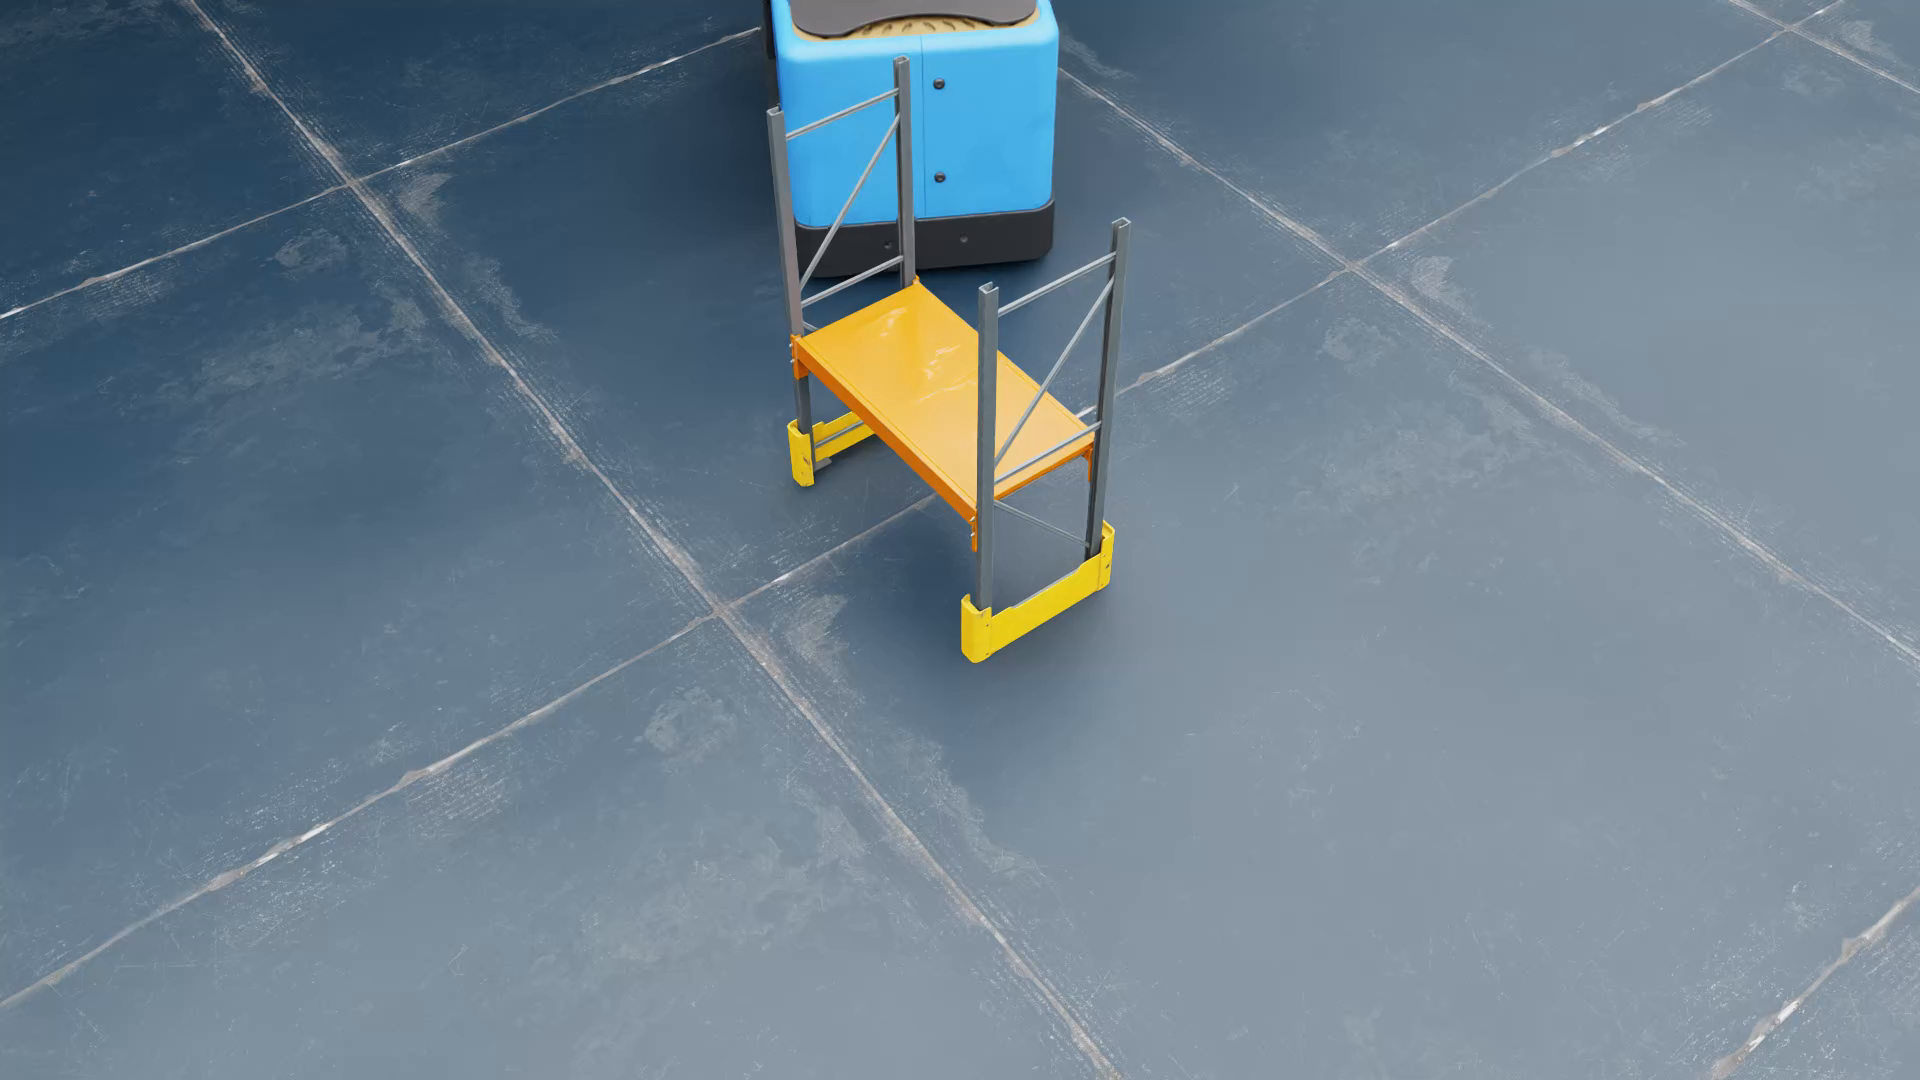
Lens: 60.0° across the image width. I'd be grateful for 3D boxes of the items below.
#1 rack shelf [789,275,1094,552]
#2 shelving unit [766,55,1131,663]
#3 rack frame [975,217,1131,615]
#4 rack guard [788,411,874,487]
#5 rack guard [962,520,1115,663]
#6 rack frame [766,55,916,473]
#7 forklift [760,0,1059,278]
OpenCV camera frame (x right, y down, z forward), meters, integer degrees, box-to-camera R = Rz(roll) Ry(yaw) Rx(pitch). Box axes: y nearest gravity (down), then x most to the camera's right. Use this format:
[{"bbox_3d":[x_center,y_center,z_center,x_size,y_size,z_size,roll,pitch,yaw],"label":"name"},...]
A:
[{"bbox_3d":[-0.052,-0.433,5.373,0.538,0.185,1.000,-29,54,-24],"label":"rack shelf"},{"bbox_3d":[-0.046,-0.549,5.235,0.587,1.500,1.083,-29,54,-24],"label":"shelving unit"},{"bbox_3d":[0.256,-0.254,4.968,0.500,1.500,0.032,-29,54,-24],"label":"rack frame"},{"bbox_3d":[-0.348,-0.423,5.964,0.587,0.250,0.087,-29,54,-24],"label":"rack guard"},{"bbox_3d":[0.255,0.165,5.432,0.587,0.250,0.087,-29,54,-24],"label":"rack guard"},{"bbox_3d":[-0.359,-0.854,5.512,0.500,1.500,0.032,-29,54,-24],"label":"rack frame"},{"bbox_3d":[-0.334,-3.129,6.608,1.130,2.935,3.031,-6,48,-5],"label":"forklift"}]
